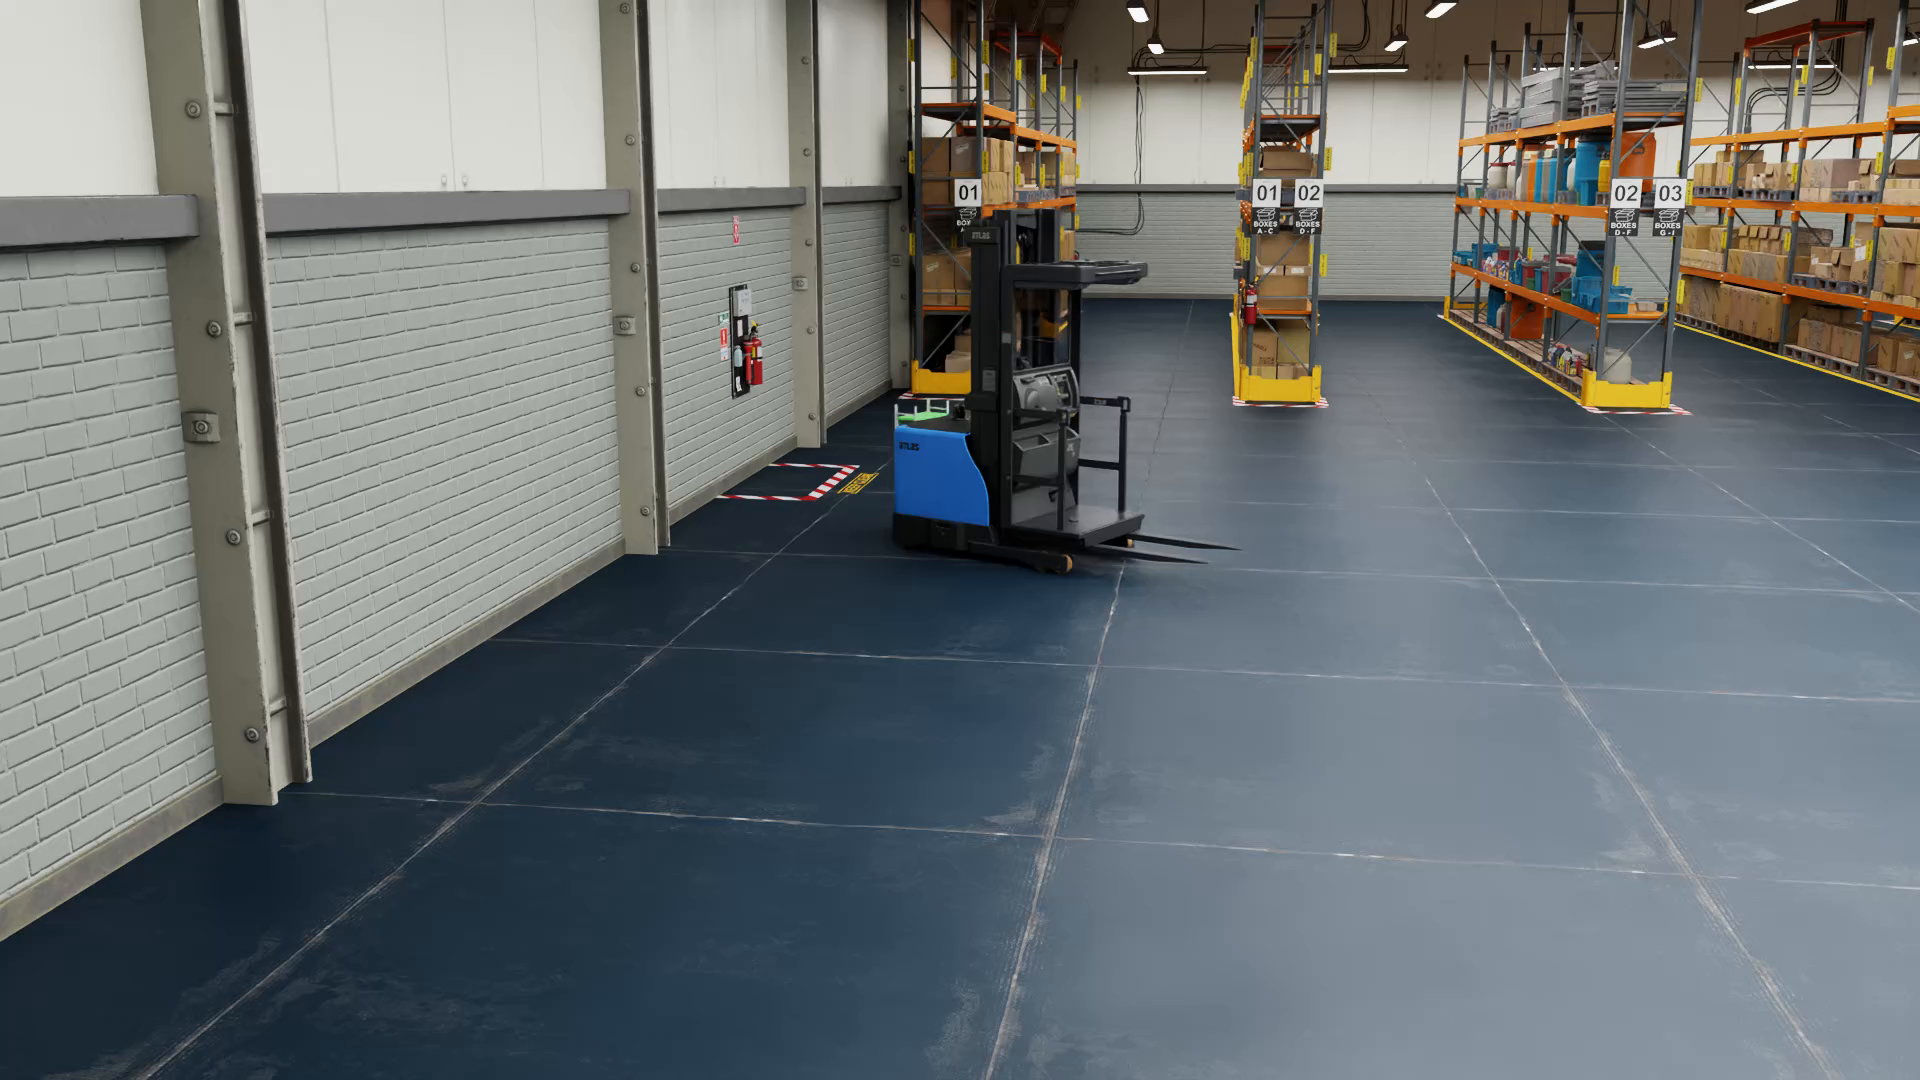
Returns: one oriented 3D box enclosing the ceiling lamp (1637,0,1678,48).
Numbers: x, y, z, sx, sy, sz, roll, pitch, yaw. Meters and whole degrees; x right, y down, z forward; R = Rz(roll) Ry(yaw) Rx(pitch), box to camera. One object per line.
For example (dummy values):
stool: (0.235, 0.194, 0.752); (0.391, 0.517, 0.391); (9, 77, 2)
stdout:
ceiling lamp: (14.107, -11.409, 32.717); (0.800, 3.185, 2.000); (2, 12, 9)

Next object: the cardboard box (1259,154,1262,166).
cardboard box: (4.967, -5.835, 26.254); (0.797, 0.503, 0.637); (3, 13, 15)

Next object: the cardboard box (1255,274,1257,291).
cardboard box: (5.208, -4.229, 27.261); (0.700, 0.500, 0.500); (2, 12, 8)

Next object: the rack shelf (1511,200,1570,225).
rack shelf: (10.547, -5.753, 29.155); (1.077, 0.370, 4.000); (2, 12, 9)

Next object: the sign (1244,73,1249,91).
sign: (5.423, -8.659, 31.409); (0.100, 0.325, 0.005); (2, 12, 9)

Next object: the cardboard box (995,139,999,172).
cardboard box: (0.329, -6.006, 25.964); (0.500, 0.500, 0.500); (2, 12, 10)

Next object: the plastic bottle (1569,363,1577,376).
plastic bottle: (9.473, -2.633, 25.688); (0.097, 0.201, 0.097); (0, 12, 0)

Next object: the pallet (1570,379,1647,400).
pallet: (9.719, -2.212, 24.758); (1.003, 0.211, 1.213); (2, 12, 9)

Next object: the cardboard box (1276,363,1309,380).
cardboard box: (5.032, -2.516, 25.078); (0.500, 0.250, 0.500); (2, 12, 9)

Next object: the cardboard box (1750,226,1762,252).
cardboard box: (16.156, -5.990, 33.050); (0.797, 0.503, 0.637); (2, 12, 9)

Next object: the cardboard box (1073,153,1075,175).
cardboard box: (2.452, -8.893, 39.362); (0.500, 0.500, 0.500); (2, 12, 8)

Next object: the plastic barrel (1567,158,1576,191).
plastic barrel: (9.979, -5.865, 26.705); (0.421, 0.512, 0.421); (0, 12, 0)

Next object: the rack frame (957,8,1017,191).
rack frame: (0.450, -7.475, 28.321); (1.000, 3.000, 0.127); (2, 12, 9)

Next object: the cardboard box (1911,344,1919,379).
cardboard box: (14.934, -2.711, 25.391); (0.500, 0.500, 0.500); (1, 12, 4)

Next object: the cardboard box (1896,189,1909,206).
cardboard box: (14.734, -5.259, 25.510); (0.500, 0.250, 0.500); (2, 12, 8)

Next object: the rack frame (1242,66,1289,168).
rack frame: (7.191, -9.814, 39.171); (1.000, 3.000, 0.127); (2, 12, 9)

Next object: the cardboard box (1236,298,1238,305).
cardboard box: (6.750, -5.544, 39.080); (0.500, 0.250, 0.500); (2, 12, 9)

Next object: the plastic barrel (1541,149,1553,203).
plastic barrel: (10.203, -6.182, 28.250); (0.600, 0.901, 0.600); (0, 12, 0)

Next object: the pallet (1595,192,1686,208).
pallet: (9.848, -4.932, 24.088); (1.003, 0.211, 1.213); (2, 12, 9)

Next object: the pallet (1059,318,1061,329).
pallet: (1.636, -4.682, 36.217); (1.003, 0.211, 1.213); (2, 12, 9)

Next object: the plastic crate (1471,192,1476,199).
plastic crate: (11.289, -7.502, 36.188); (0.293, 0.136, 0.466); (2, 12, 9)

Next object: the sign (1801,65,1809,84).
sign: (15.199, -8.378, 29.915); (0.100, 0.325, 0.005); (2, 12, 9)

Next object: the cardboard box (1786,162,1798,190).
cardboard box: (15.771, -6.745, 30.811); (0.797, 0.503, 0.637); (3, 12, 12)

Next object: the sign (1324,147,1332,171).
sign: (5.278, -5.463, 23.842); (0.100, 0.325, 0.005); (2, 12, 9)

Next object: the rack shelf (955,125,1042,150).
rack shelf: (0.757, -7.345, 30.370); (1.077, 0.370, 4.000); (2, 12, 9)

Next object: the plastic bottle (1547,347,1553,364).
plastic bottle: (9.757, -3.051, 27.462); (0.097, 0.271, 0.097); (0, 12, 0)

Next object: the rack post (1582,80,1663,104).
rack post: (9.891, -6.689, 24.852); (0.937, 0.300, 0.954); (2, 12, 8)

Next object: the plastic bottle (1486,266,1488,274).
plastic bottle: (10.906, -5.586, 34.266); (0.097, 0.201, 0.097); (0, 12, 0)

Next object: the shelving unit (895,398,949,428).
shelving unit: (-0.344, -0.667, 15.238); (0.258, 1.200, 0.503); (8, 15, 34)

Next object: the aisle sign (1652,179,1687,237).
aisle sign: (9.902, -4.635, 23.212); (0.394, 0.787, 0.004); (2, 12, 9)

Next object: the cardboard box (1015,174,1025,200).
cardboard box: (0.774, -6.635, 31.249); (0.797, 0.503, 0.637); (4, 13, 17)

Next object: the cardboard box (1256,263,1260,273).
cardboard box: (4.679, -4.110, 25.167); (0.380, 0.149, 0.250); (2, 12, 8)

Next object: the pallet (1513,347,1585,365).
pallet: (10.507, -3.278, 29.703); (1.003, 0.211, 1.213); (2, 12, 9)

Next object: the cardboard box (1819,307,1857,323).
cardboard box: (15.603, -4.002, 29.555); (0.500, 0.250, 0.500); (3, 13, 15)

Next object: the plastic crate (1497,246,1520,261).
plastic crate: (11.855, -6.125, 36.002); (0.402, 0.464, 0.583); (2, 12, 9)

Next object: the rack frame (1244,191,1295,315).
rack frame: (5.345, -4.383, 28.212); (1.000, 3.000, 0.127); (2, 12, 9)

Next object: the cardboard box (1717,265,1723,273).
cardboard box: (16.087, -5.678, 34.816); (0.380, 0.149, 0.250); (2, 12, 9)

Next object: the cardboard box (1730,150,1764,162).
cardboard box: (16.514, -8.058, 34.893); (0.500, 0.250, 0.500); (1, 12, 5)

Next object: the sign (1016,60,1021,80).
sign: (0.983, -7.949, 28.115); (0.100, 0.325, 0.005); (2, 12, 9)

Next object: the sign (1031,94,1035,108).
sign: (1.748, -10.527, 39.886); (0.100, 0.325, 0.005); (2, 12, 9)

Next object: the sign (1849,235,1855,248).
sign: (16.286, -5.406, 30.396); (0.100, 0.325, 0.005); (2, 12, 9)

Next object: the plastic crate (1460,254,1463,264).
plastic crate: (11.519, -6.352, 37.605); (0.416, 0.233, 0.300); (2, 12, 9)

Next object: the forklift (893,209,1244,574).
forklift: (0.903, -1.278, 13.964); (3.031, 2.935, 1.130); (9, 15, 34)

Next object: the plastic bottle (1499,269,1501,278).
plastic bottle: (10.656, -5.248, 32.698); (0.097, 0.201, 0.097); (0, 12, 0)

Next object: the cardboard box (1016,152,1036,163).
cardboard box: (1.345, -8.011, 34.862); (0.500, 0.250, 0.500); (1, 12, 7)

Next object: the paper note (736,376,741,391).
paper note: (-2.348, -1.656, 17.651); (0.016, 0.148, 0.142); (2, 12, 9)

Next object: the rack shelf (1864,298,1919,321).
rack shelf: (14.826, -3.293, 24.862); (1.077, 0.370, 4.000); (2, 12, 9)

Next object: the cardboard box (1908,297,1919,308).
cardboard box: (14.585, -3.591, 25.132); (0.380, 0.149, 0.250); (2, 12, 9)

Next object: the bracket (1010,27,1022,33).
bracket: (1.220, -10.976, 36.021); (0.235, 0.232, 0.430); (2, 12, 9)
